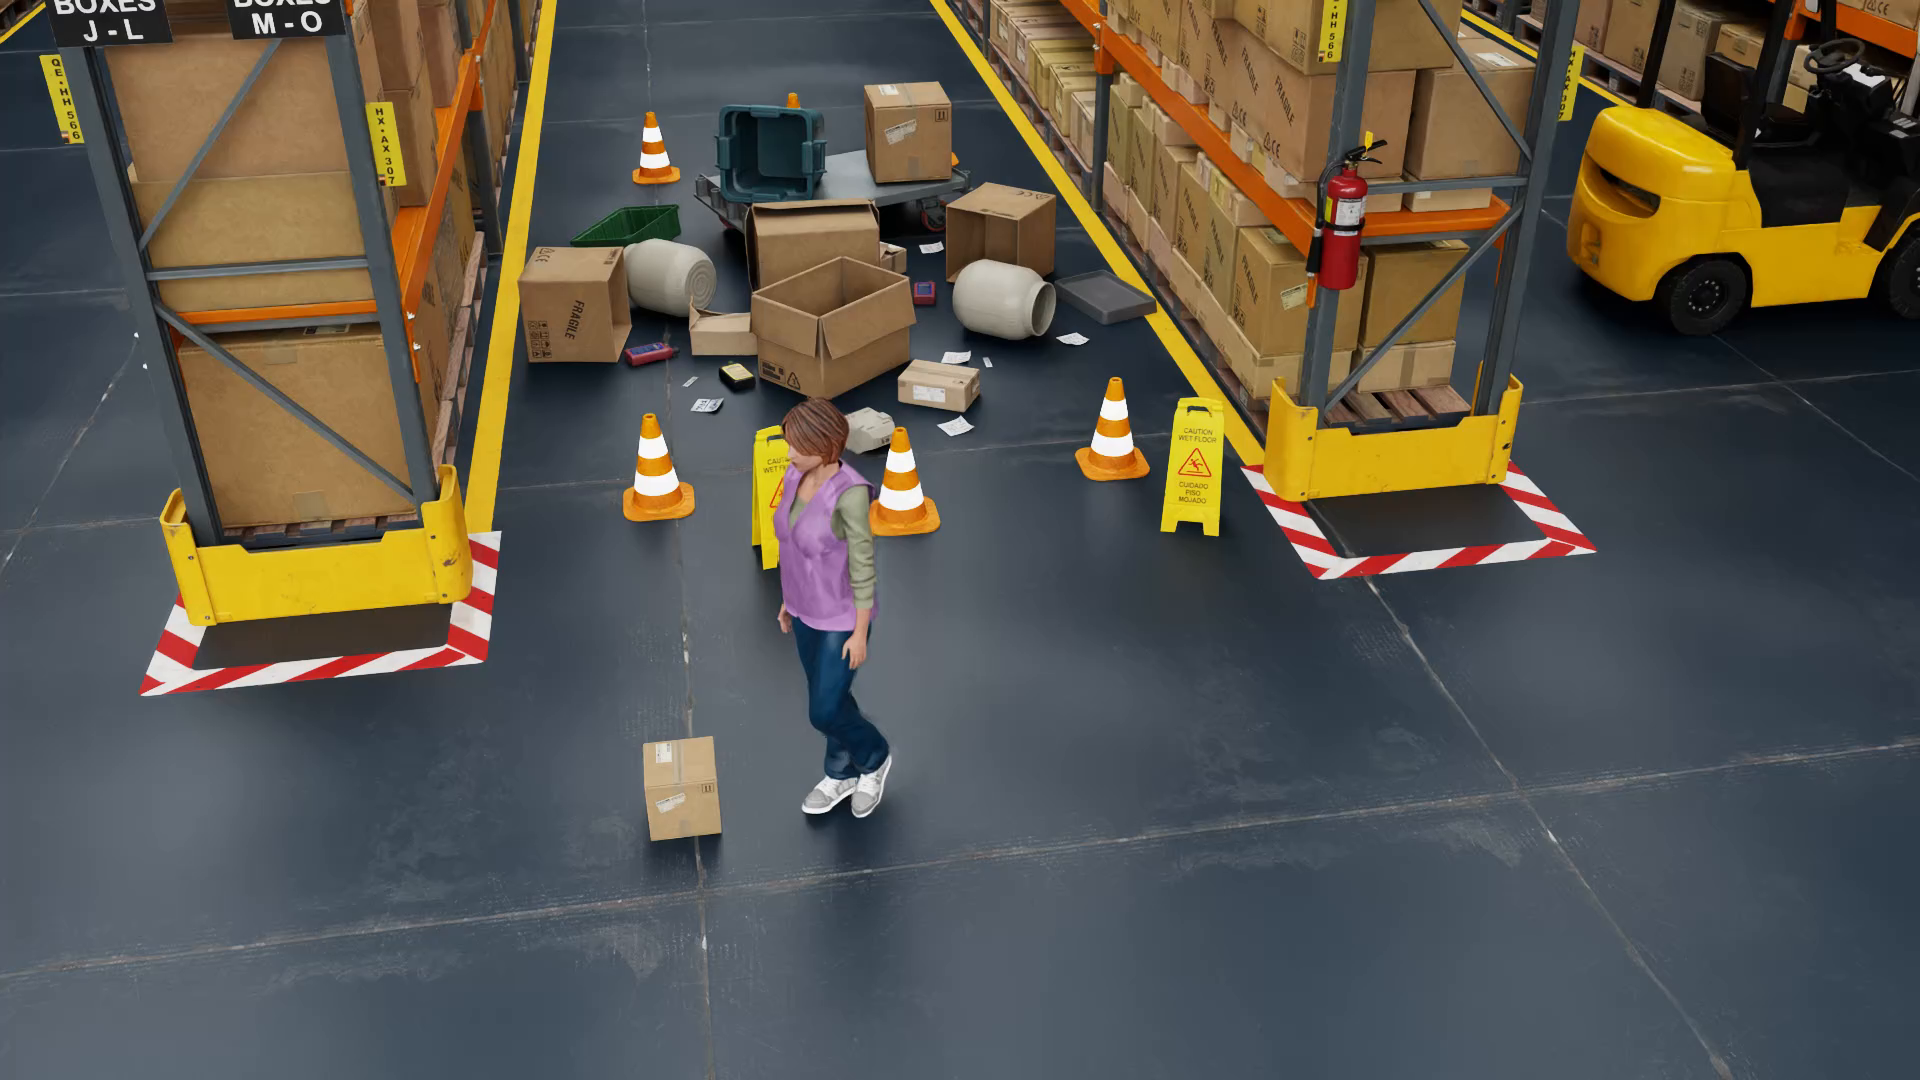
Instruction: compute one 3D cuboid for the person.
[{"bbox_3d":[-0.437,0.254,5.704,0.360,1.608,0.441,-22,38,-32],"label":"person"}]
